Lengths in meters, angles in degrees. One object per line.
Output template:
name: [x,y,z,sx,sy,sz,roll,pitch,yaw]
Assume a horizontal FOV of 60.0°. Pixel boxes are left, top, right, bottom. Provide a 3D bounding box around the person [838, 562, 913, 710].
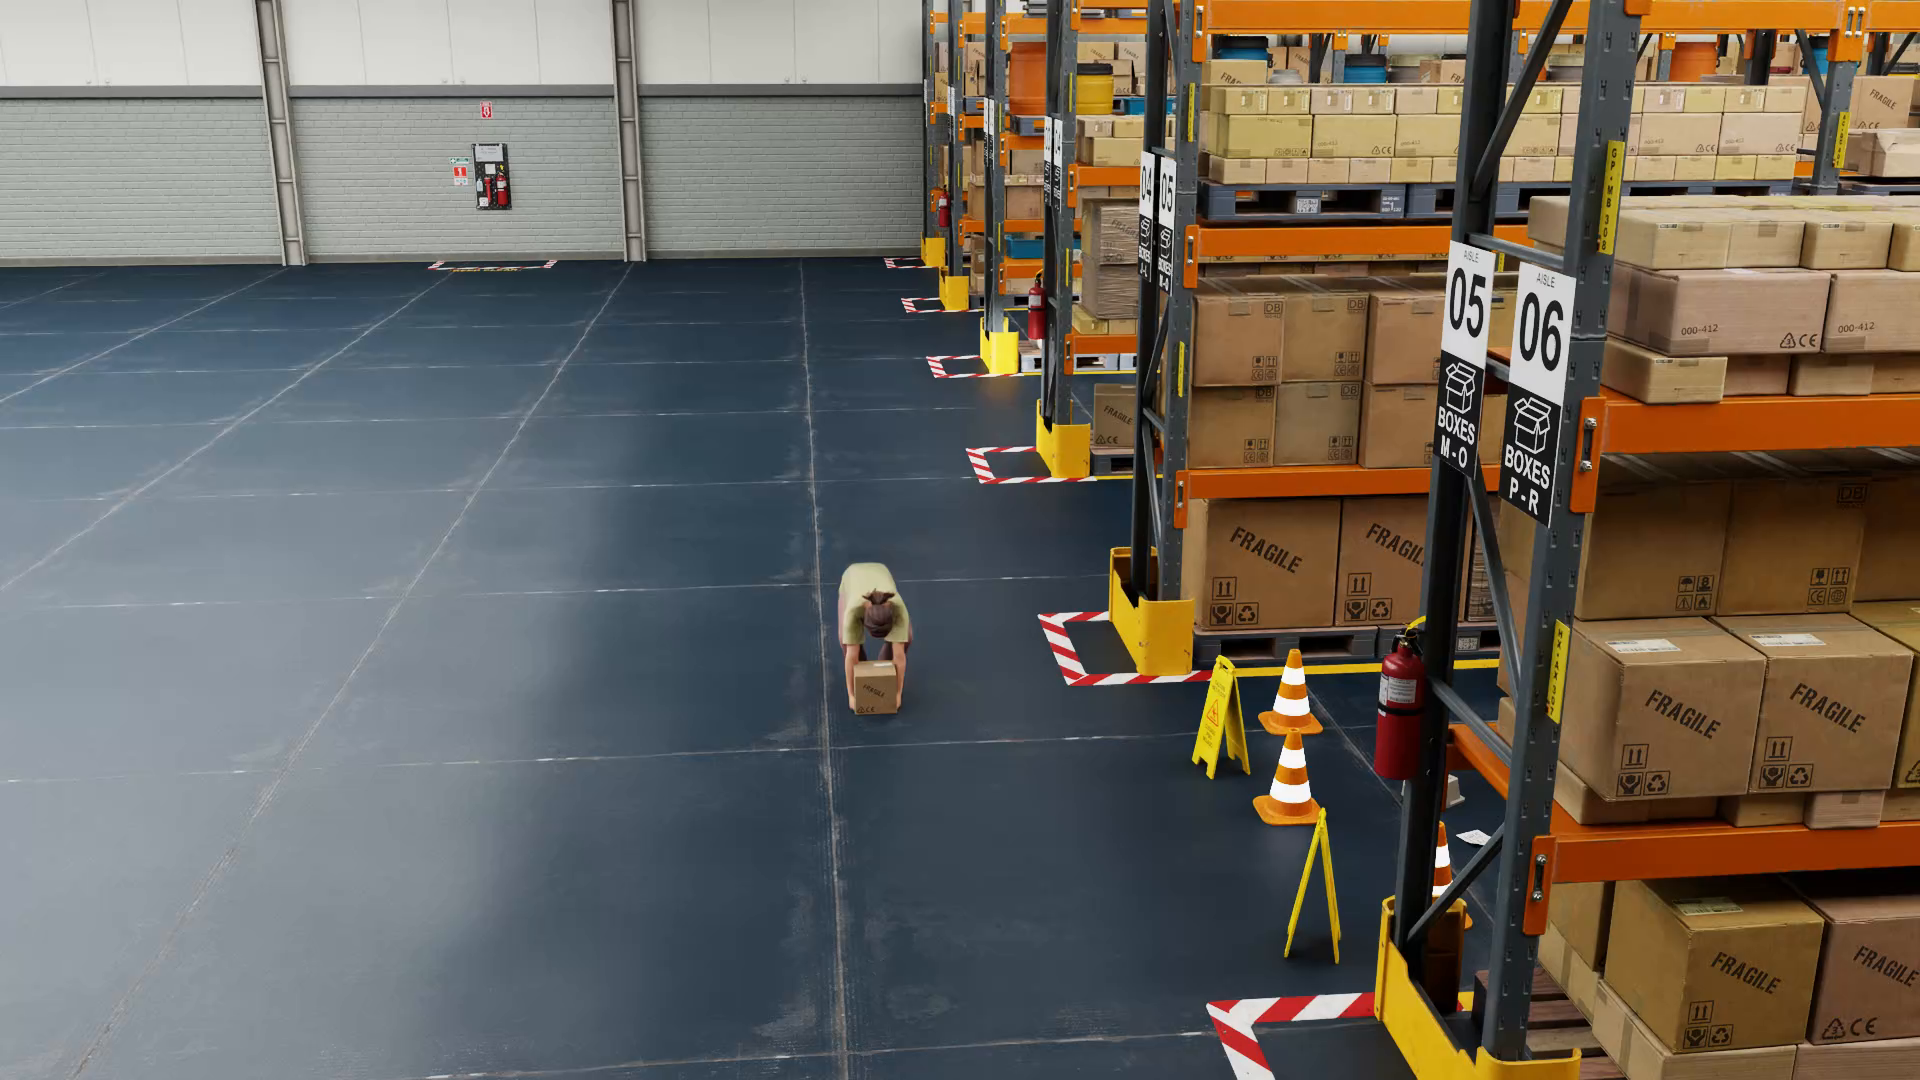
person: [-0.527,0.574,10.286,0.460,0.767,0.867,-2,17,-7]
